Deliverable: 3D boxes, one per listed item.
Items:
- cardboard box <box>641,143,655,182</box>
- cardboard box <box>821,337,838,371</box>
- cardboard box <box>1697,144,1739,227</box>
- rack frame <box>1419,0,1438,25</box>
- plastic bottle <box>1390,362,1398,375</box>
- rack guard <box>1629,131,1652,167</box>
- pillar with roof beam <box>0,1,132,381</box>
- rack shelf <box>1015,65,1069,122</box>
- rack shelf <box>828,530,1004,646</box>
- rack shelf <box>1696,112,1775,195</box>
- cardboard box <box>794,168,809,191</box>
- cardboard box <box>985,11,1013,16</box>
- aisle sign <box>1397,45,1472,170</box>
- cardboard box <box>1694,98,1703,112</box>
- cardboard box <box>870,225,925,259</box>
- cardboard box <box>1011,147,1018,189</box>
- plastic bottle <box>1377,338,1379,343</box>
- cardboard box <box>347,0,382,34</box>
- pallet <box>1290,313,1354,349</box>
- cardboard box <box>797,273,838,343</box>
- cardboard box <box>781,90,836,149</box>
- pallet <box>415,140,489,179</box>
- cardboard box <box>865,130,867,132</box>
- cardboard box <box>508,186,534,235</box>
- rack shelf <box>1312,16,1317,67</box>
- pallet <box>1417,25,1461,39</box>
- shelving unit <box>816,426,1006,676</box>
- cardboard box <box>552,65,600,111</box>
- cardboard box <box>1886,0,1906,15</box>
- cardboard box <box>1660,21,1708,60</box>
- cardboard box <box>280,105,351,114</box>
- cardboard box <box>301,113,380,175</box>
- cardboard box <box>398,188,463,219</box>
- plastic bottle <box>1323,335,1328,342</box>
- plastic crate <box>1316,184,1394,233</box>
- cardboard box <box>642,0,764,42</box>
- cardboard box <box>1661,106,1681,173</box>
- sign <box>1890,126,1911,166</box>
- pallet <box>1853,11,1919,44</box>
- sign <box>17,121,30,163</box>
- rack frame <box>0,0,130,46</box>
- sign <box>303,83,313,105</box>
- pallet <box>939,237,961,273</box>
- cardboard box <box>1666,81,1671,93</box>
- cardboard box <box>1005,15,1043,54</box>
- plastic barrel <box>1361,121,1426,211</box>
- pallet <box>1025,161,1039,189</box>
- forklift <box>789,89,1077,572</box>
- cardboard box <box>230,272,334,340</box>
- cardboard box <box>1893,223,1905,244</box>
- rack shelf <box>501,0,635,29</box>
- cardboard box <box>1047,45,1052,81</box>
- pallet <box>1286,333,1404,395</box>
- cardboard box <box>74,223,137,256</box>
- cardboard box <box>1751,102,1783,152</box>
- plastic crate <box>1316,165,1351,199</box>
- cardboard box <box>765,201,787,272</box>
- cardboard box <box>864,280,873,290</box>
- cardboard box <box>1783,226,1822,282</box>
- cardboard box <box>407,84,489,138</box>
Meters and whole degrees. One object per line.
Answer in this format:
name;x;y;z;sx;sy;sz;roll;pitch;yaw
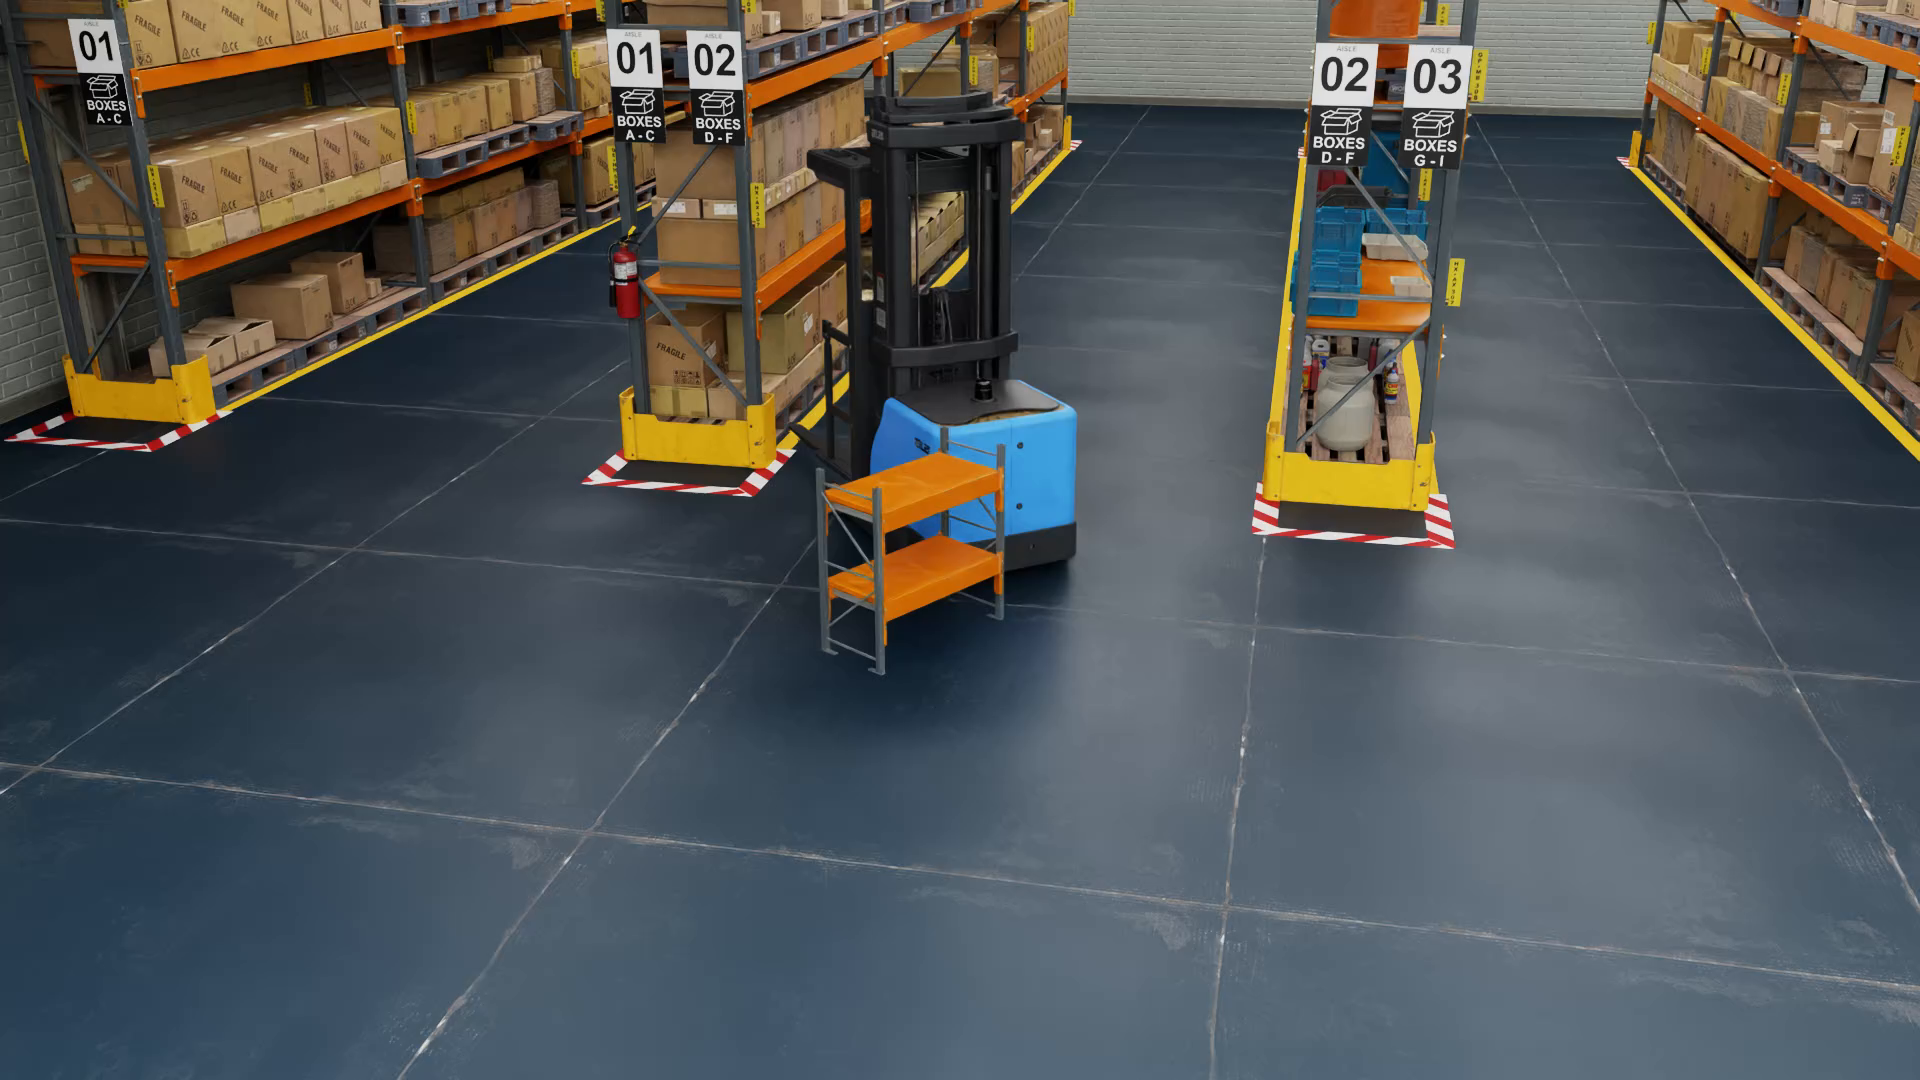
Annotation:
cardboard box;-4.604;-5.437;23.155;0.750;0.750;0.750;5;23;13
cardboard box;-1.383;-1.695;14.665;0.500;0.250;0.500;4;22;11
cardboard box;9.835;-4.327;20.363;1.225;0.875;0.875;4;22;9
rack frame;3.647;-5.914;13.993;1.000;3.000;0.127;4;22;11
plastic bottle;3.569;-1.334;13.697;0.061;0.283;0.133;5;22;12
rack guard;10.949;-5.992;25.562;1.175;0.500;0.348;4;22;11
pillar with roof beam;-3.358;-5.201;12.221;9.100;9.000;0.400;4;22;11
rack shelf;0.839;-6.834;25.270;1.077;0.370;4.000;4;22;11
rack shelf;-0.272;0.269;9.835;0.538;0.278;1.000;19;29;39
rack shelf;9.720;-4.615;19.759;1.077;0.370;4.000;4;22;11
cardboard box;-1.466;-2.993;13.768;0.380;0.149;0.250;4;22;10
cardboard box;0.485;-7.523;24.546;0.500;0.500;0.500;5;22;11
aisle sign;3.102;-2.826;10.875;0.394;0.787;0.004;4;22;11
cardboard box;9.869;-5.700;21.827;0.380;0.149;0.250;5;22;11
cardboard box;-0.662;-3.194;17.637;0.500;0.311;0.500;4;22;9
cardboard box;0.501;-5.098;22.755;0.500;0.500;0.500;5;22;11
plastic bottle;3.758;-1.779;14.713;0.144;0.351;0.185;3;22;8
cardboard box;-5.914;-5.129;15.899;0.500;0.500;0.500;5;22;12
pallet;3.769;-2.128;16.356;1.003;0.211;1.213;4;22;11
cardboard box;-1.382;-2.042;14.524;0.500;0.500;0.500;4;22;11
cardboard box;-1.491;-3.628;14.476;0.700;0.500;0.500;4;22;11
pallet;-5.754;-4.066;17.692;1.003;0.211;1.213;4;22;11
cardboard box;-0.922;-4.029;17.209;0.500;0.500;0.500;6;23;15
cardboard box;-5.551;-3.947;19.897;0.700;0.500;0.500;4;22;11
rack shelf;4.055;-4.921;16.504;1.077;0.370;4.000;4;22;11
pallet;3.595;-4.164;13.915;1.213;0.211;1.003;4;22;11
shelving unit;-0.272;0.042;9.744;0.538;1.125;1.048;19;29;39
cardboard box;-4.886;-5.701;20.936;0.500;0.500;0.500;5;22;13
cardboard box;8.780;-4.925;15.303;0.380;0.166;0.250;4;22;9
cardboard box;10.480;-7.221;24.067;0.500;0.500;0.500;4;22;10
cardboard box;-6.352;-4.018;16.486;0.500;0.500;0.500;4;22;10
cardboard box;-5.942;-3.795;15.931;0.500;0.500;0.500;4;22;11
cardboard box;-5.832;-3.711;18.306;0.500;0.250;0.500;4;22;10
plastic bottle;3.217;-1.832;14.845;0.144;0.351;0.185;4;22;11
plastic crate;3.415;-2.921;14.674;0.767;0.338;0.504;4;22;11
cardboard box;-1.897;-3.957;12.260;0.797;0.503;0.637;6;23;15
cardboard box;10.706;-5.779;23.969;0.875;0.875;0.875;4;22;11
sign;7.951;-3.332;14.062;0.100;0.325;0.005;4;22;11
pallet;8.934;-4.656;15.134;1.213;0.211;1.003;4;22;11
sign;-7.408;-3.157;13.205;0.100;0.325;0.005;4;22;11
rack frame;-6.868;-5.207;12.236;1.000;3.000;0.127;4;22;11
sign;-6.596;-4.465;16.875;0.100;0.325;0.005;4;22;11
pallet;-0.592;-3.382;19.468;1.003;0.211;1.213;4;22;11
cardboard box;10.288;-6.451;23.693;0.380;0.149;0.250;4;22;10
cardboard box;0.907;-7.286;23.957;0.500;0.500;0.500;4;22;9
plastic barrel;4.022;-3.482;15.314;0.600;0.901;0.708;4;22;11
pallet;0.572;-5.394;24.464;1.003;0.211;1.213;4;22;11
forklift;-0.356;-1.603;11.411;1.130;2.935;3.031;-11;24;-25
cardboard box;-6.324;-2.188;15.527;0.700;0.500;0.500;3;22;8
cardboard box;8.157;-2.582;14.085;0.380;0.149;0.250;4;22;11
rack shelf;-4.828;-7.139;22.012;1.077;0.370;4.000;4;22;11
cardboard box;1.109;-7.205;25.094;0.500;0.500;0.500;4;22;10
pallet;3.469;-1.596;15.033;1.003;0.211;1.213;4;22;11
cardboard box;-6.963;-2.549;13.842;0.500;0.250;0.500;5;22;12
cardboard box;9.277;-4.645;18.737;0.500;0.500;0.500;4;22;10
plastic crate;3.446;-3.362;15.600;0.402;0.464;0.583;4;22;11
cardboard box;-1.808;-2.456;13.303;0.700;0.500;0.500;5;22;12
cardboard box;-0.877;-2.559;16.810;0.500;0.250;0.500;4;22;10
cardboard box;9.194;-3.015;17.582;0.700;0.500;0.500;3;22;8
cardboard box;-5.690;-4.768;18.454;0.700;0.500;0.500;8;23;18
